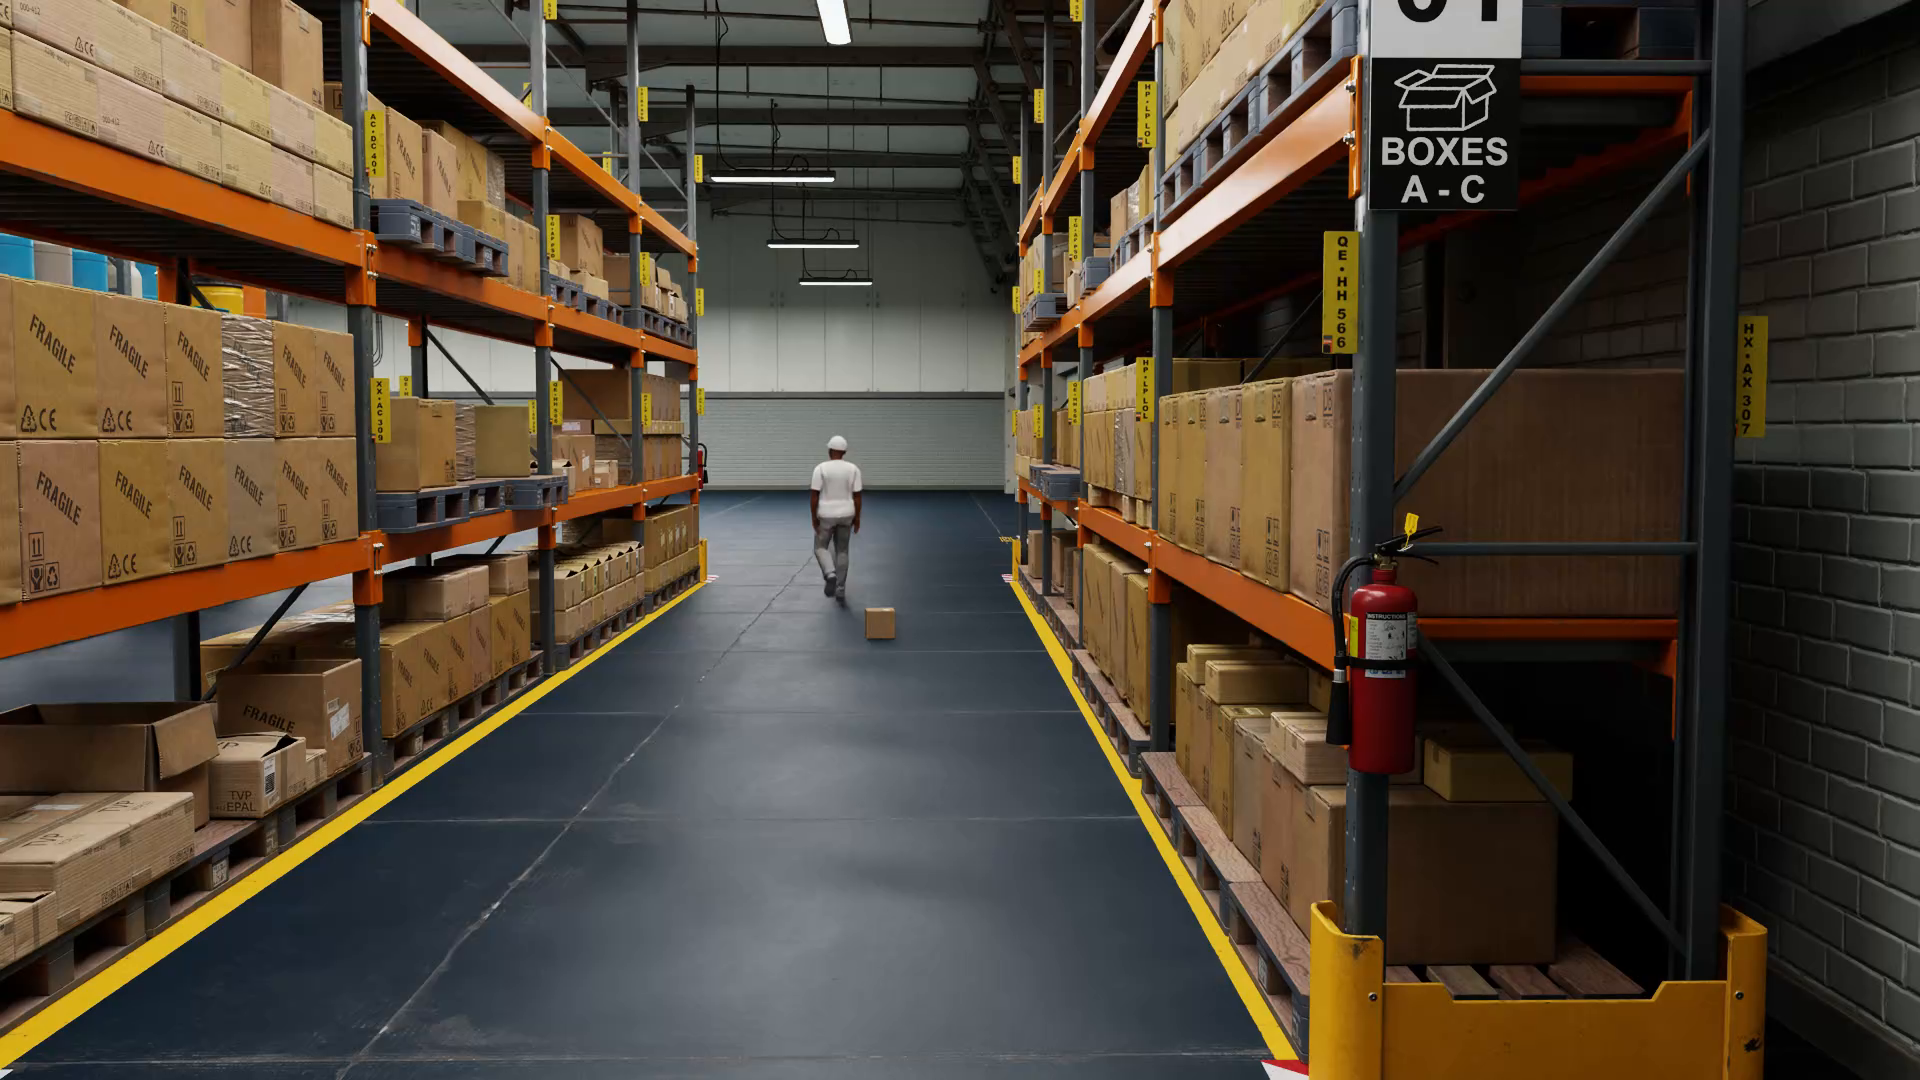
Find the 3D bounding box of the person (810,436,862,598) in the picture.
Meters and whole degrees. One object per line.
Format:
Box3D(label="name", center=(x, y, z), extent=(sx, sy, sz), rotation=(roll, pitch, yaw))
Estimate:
Box3D(label="person", center=(-1.352, -0.252, 18.076), extent=(0.567, 1.758, 0.531), rotation=(-1, 4, -16))
